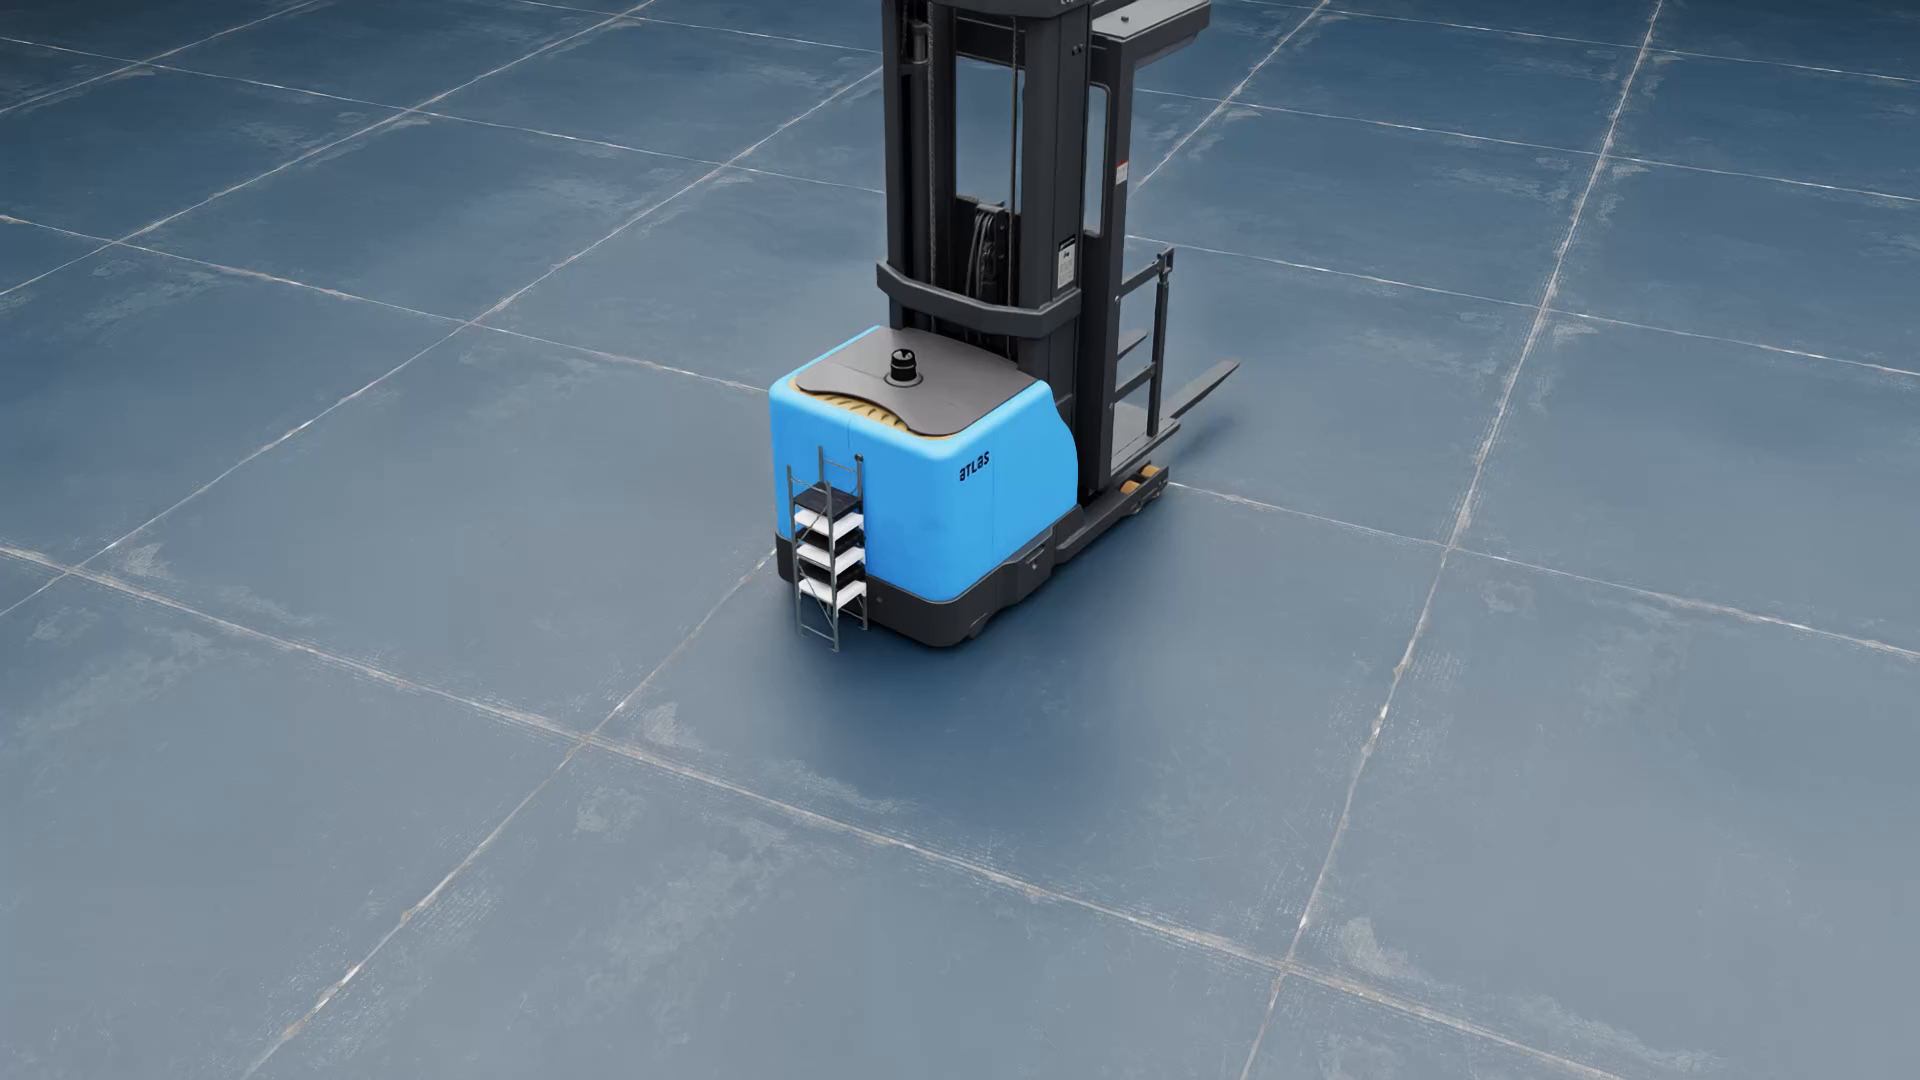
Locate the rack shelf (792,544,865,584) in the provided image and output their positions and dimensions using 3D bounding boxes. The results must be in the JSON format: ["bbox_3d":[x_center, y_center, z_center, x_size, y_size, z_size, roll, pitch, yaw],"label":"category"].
[{"bbox_3d":[-0.581,0.076,7.374,0.258,0.077,0.200,22,39,30],"label":"rack shelf"}]

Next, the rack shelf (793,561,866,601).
[{"bbox_3d":[-0.581,0.151,7.424,0.258,0.077,0.200,22,39,30],"label":"rack shelf"}]

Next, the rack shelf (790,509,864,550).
[{"bbox_3d":[-0.581,-0.075,7.276,0.258,0.077,0.200,22,39,30],"label":"rack shelf"}]

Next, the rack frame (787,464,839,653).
[{"bbox_3d":[-0.642,0.093,7.288,0.240,0.900,0.006,22,39,30],"label":"rack frame"}]

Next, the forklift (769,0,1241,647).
[{"bbox_3d":[0.418,-1.503,7.869,1.130,2.935,3.031,22,39,30],"label":"forklift"}]

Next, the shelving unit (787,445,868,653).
[{"bbox_3d":[-0.581,0.048,7.356,0.258,0.900,0.210,22,39,30],"label":"shelving unit"}]

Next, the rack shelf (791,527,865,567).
[{"bbox_3d":[-0.581,0.001,7.325,0.258,0.077,0.200,22,39,30],"label":"rack shelf"}]

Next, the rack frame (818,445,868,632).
[{"bbox_3d":[-0.521,0.003,7.424,0.240,0.900,0.006,22,39,30],"label":"rack frame"}]

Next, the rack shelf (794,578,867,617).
[{"bbox_3d":[-0.581,0.226,7.473,0.258,0.077,0.200,22,39,30],"label":"rack shelf"}]

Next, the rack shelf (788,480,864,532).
[{"bbox_3d":[-0.581,-0.150,7.226,0.258,0.077,0.200,22,39,30],"label":"rack shelf"}]
